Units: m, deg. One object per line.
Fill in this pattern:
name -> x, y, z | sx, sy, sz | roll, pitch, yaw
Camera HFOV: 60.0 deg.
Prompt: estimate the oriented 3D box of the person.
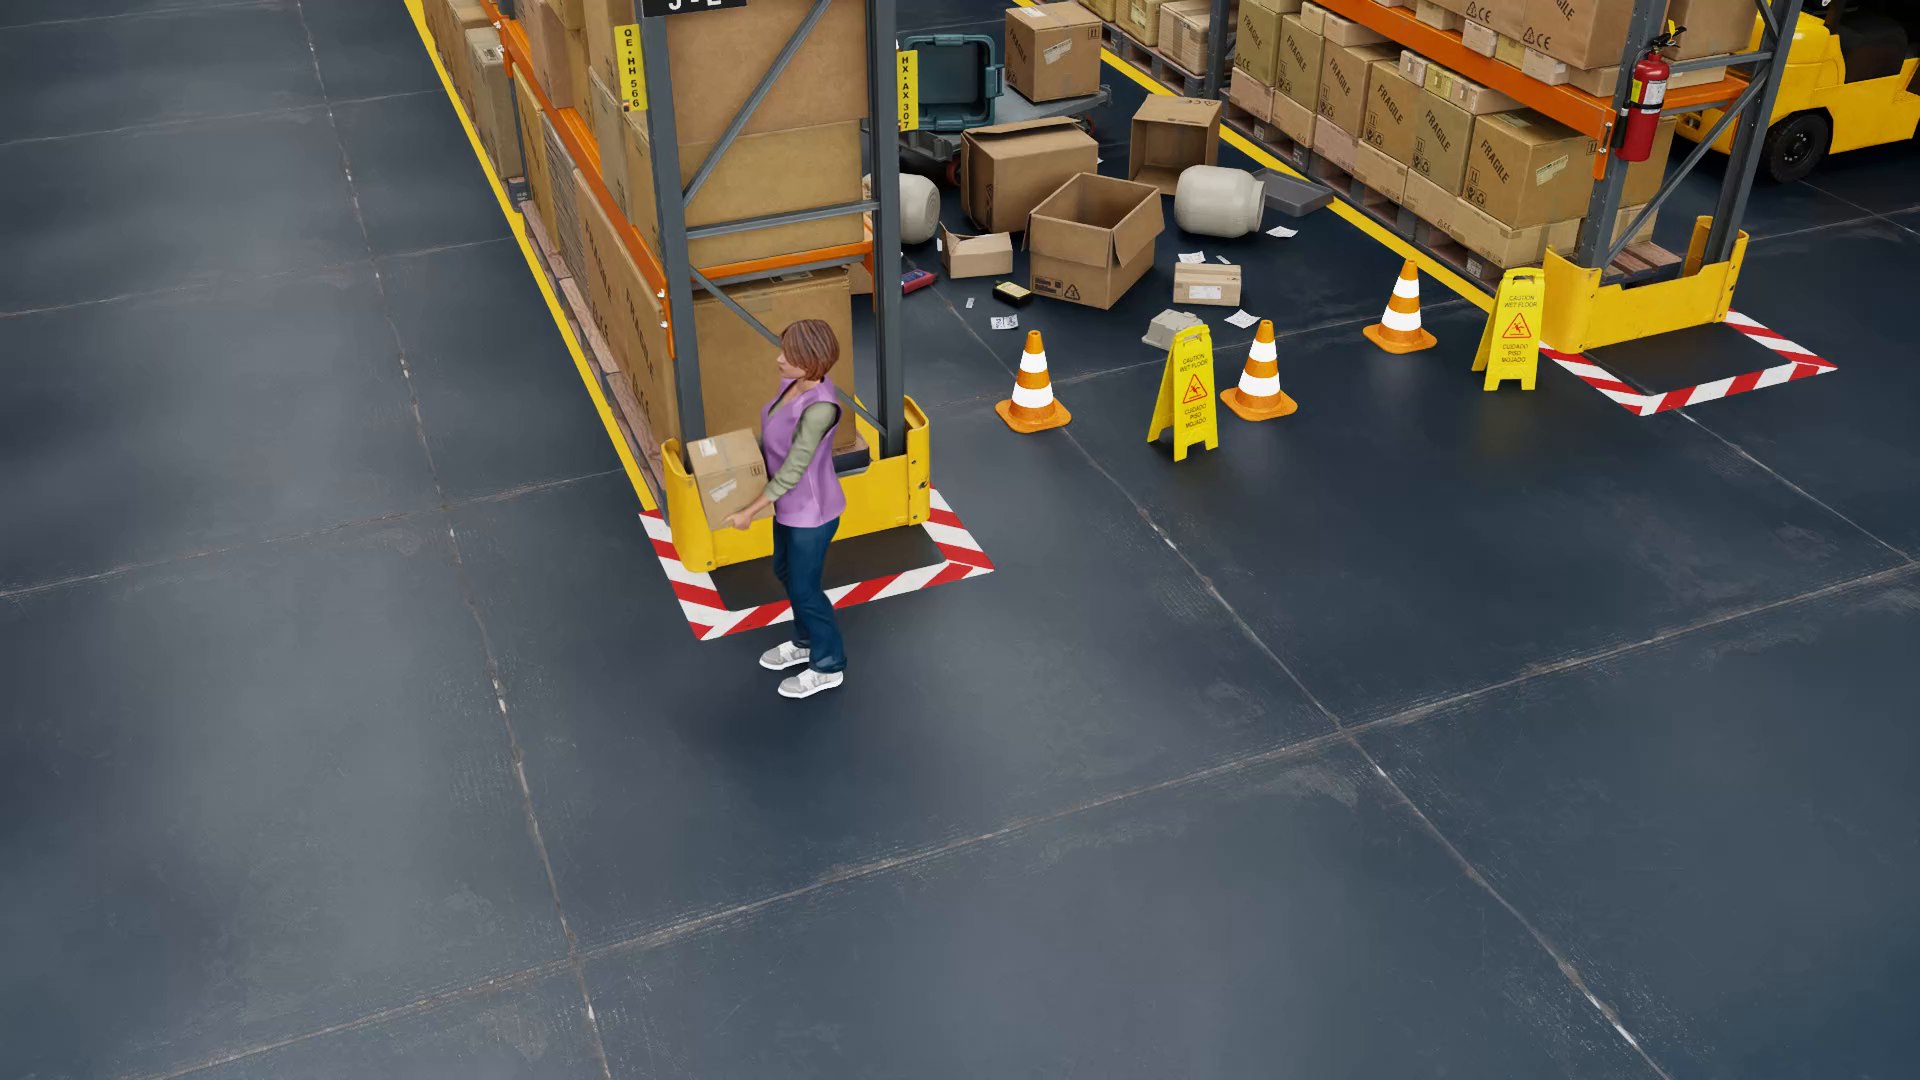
person -> -0.675, -0.105, 6.312 | 0.497, 1.589, 0.405 | -9, 35, -14
